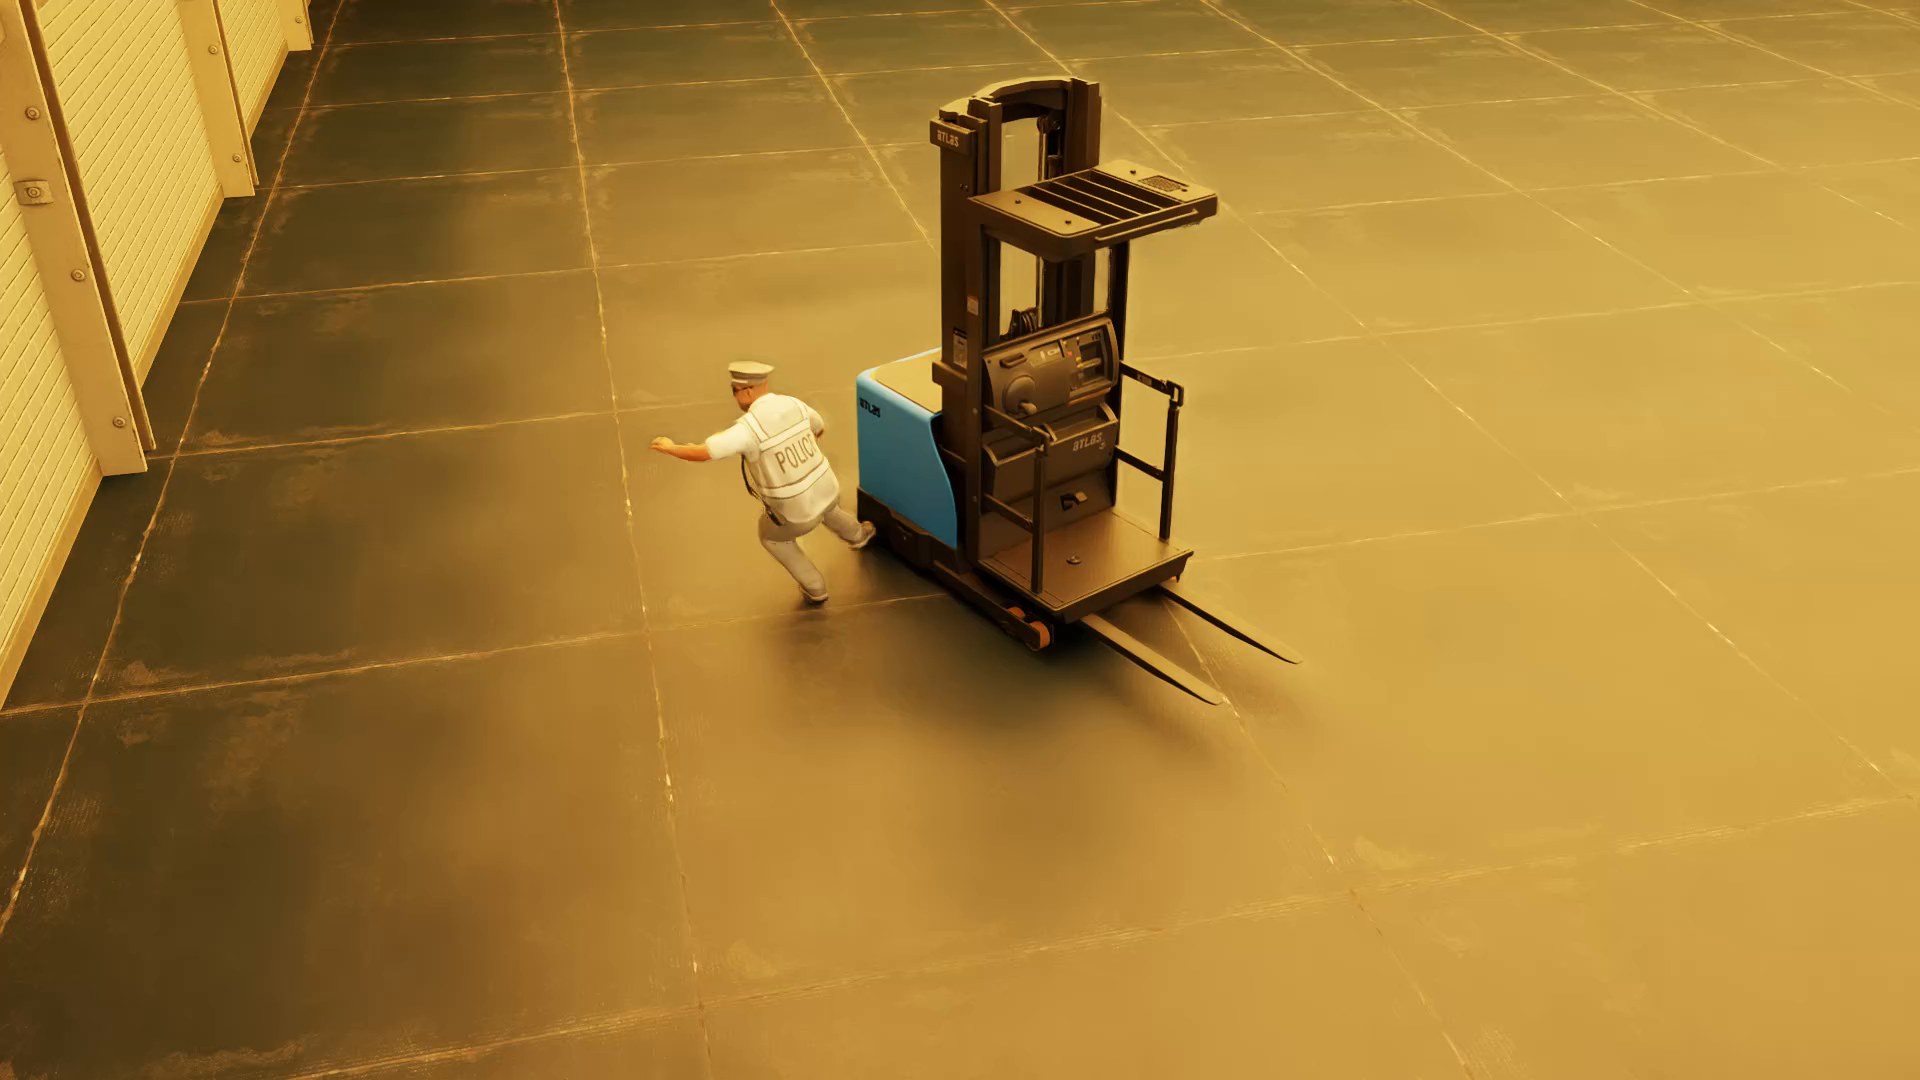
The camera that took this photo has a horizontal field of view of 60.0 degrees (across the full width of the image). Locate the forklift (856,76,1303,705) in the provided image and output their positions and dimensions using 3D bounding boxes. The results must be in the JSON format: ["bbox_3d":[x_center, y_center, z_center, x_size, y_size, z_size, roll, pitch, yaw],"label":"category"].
[{"bbox_3d":[0.652,-0.924,9.170,1.130,2.935,3.031,-21,36,-32],"label":"forklift"}]

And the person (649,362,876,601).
[{"bbox_3d":[-1.037,-0.400,9.725,0.941,1.511,1.293,21,36,32],"label":"person"}]
